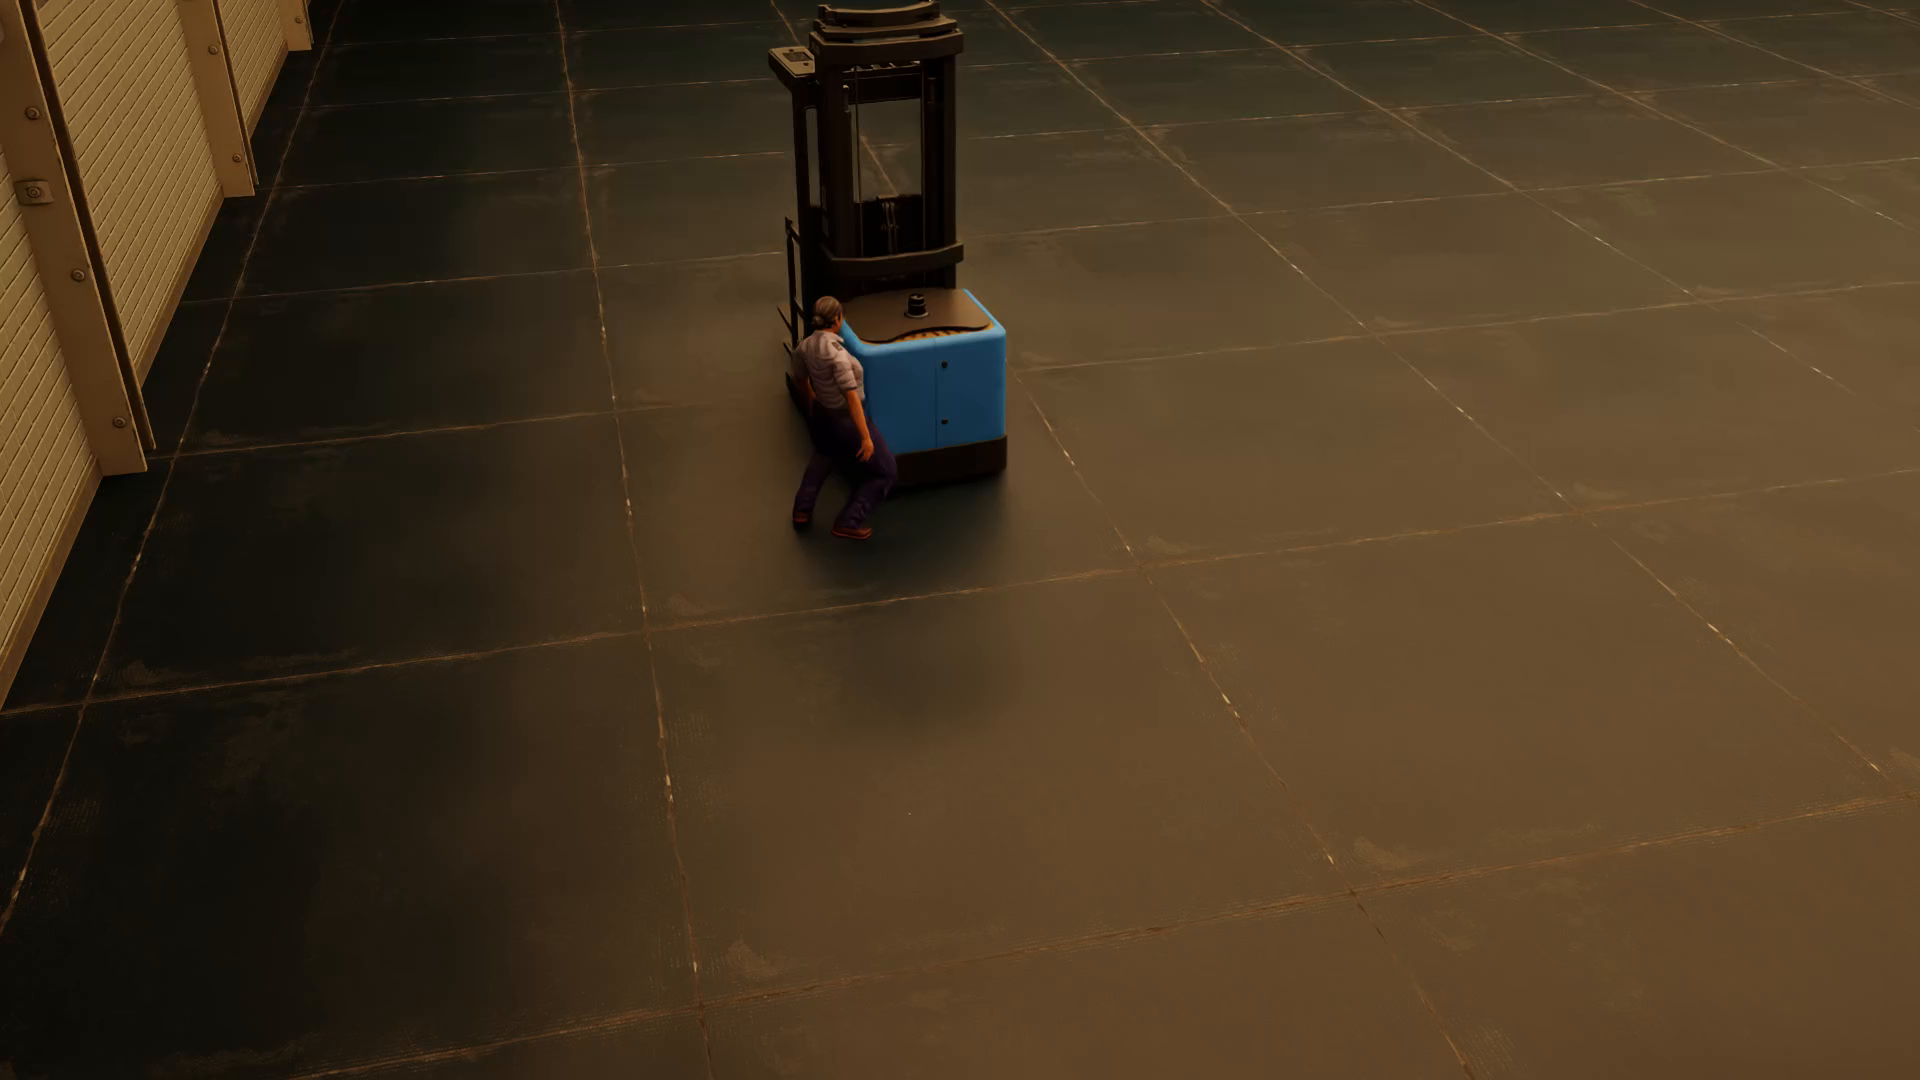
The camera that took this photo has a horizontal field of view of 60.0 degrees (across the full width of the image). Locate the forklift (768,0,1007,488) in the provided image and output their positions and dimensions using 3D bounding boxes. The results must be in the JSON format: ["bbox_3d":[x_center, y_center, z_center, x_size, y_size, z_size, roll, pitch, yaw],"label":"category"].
[{"bbox_3d":[-0.650,-2.312,11.569,1.130,2.935,3.031,-10,32,-17],"label":"forklift"}]

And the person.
[{"bbox_3d":[-0.734,-0.743,10.193,0.496,1.543,0.838,-20,36,-31],"label":"person"}]
